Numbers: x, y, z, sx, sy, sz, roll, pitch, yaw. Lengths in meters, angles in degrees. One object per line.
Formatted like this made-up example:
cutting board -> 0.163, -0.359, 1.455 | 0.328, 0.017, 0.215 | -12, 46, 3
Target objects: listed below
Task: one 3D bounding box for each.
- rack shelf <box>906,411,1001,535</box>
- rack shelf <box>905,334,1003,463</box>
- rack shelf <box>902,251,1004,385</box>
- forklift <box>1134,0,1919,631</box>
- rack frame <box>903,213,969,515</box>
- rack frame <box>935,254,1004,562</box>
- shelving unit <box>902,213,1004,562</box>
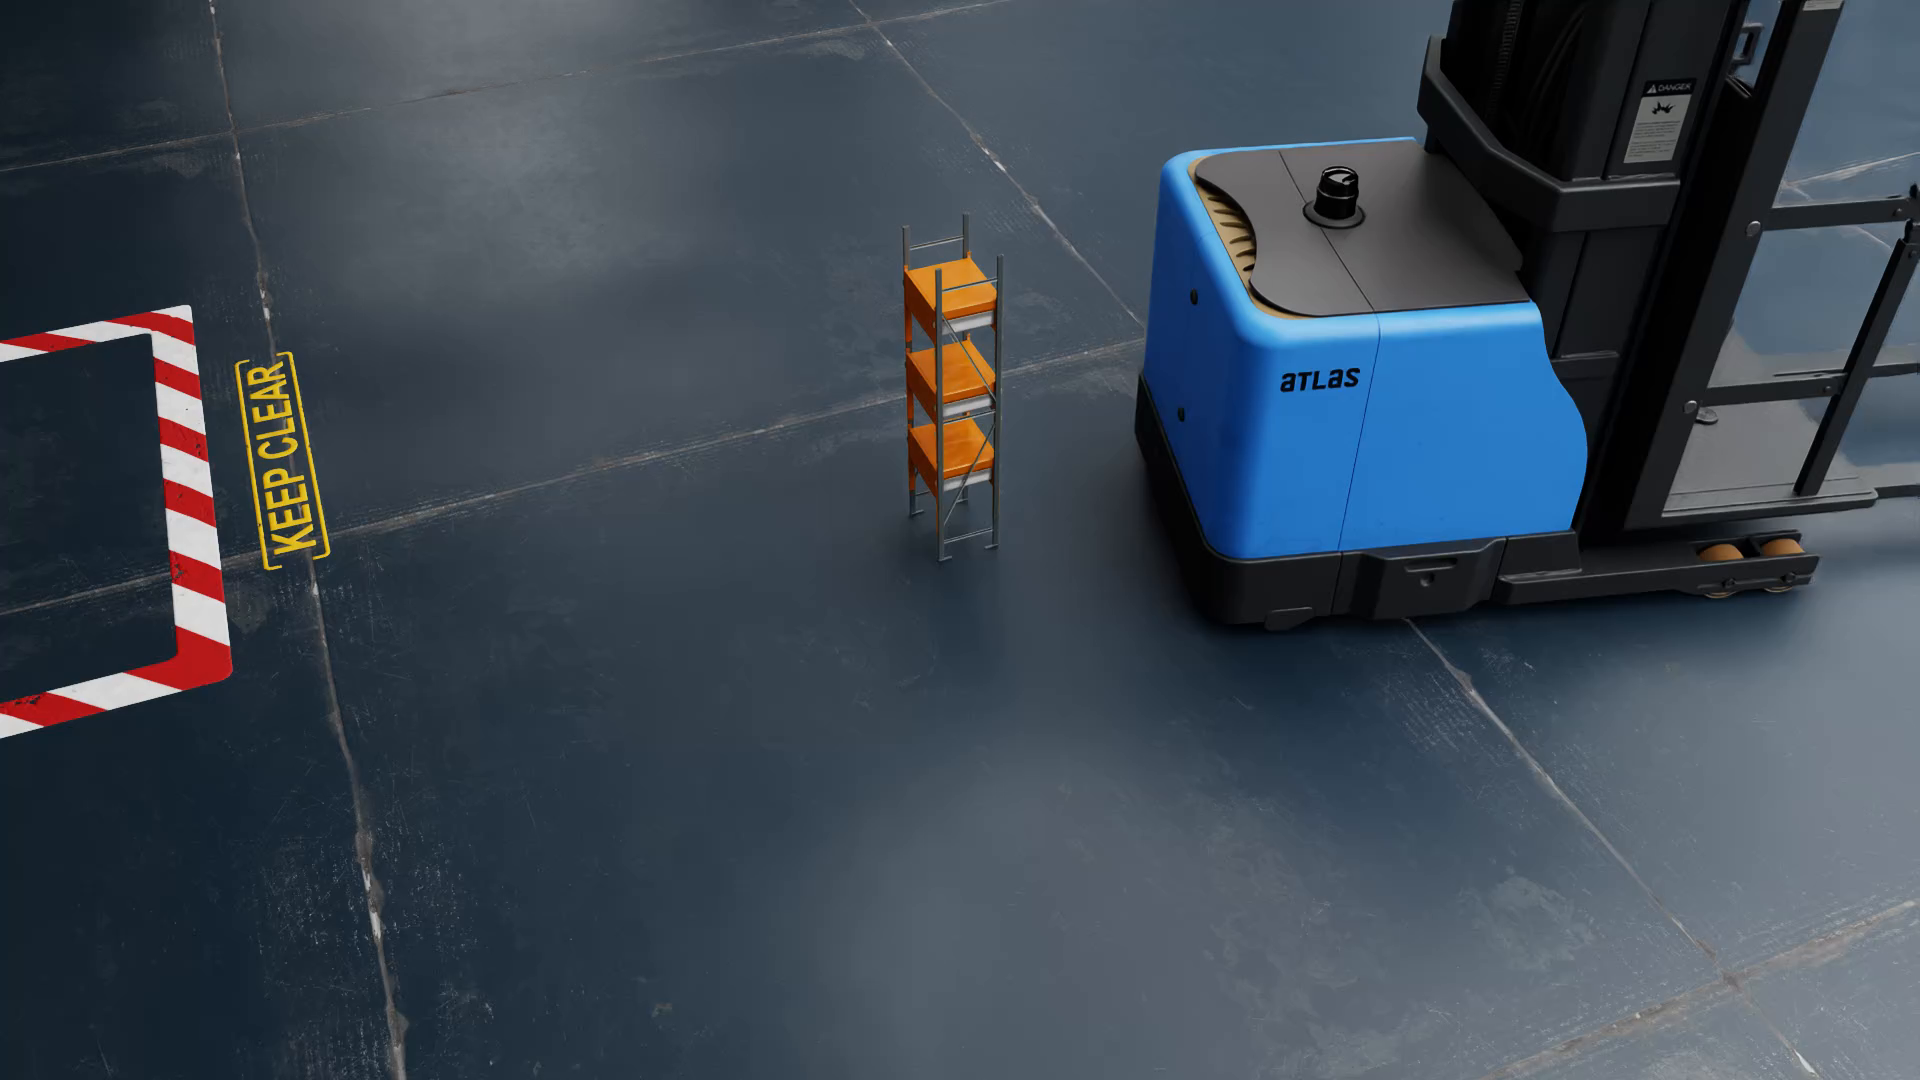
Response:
rack shelf -> -0.020, -0.212, 5.133 | 0.215, 0.259, 0.240 | -15, 43, -17
rack shelf -> -0.020, -0.422, 4.952 | 0.215, 0.259, 0.240 | -15, 43, -17
rack shelf -> -0.020, -0.637, 4.767 | 0.215, 0.259, 0.240 | -15, 43, -17
forklift -> 2.141, -1.273, 4.482 | 3.031, 2.935, 1.130 | -5, 41, -6
rack frame -> -0.067, -0.504, 5.031 | 0.200, 1.050, 0.008 | -15, 43, -17
rack frame -> 0.026, -0.357, 4.860 | 0.200, 1.050, 0.008 | -15, 43, -17
shelving unit -> -0.020, -0.430, 4.945 | 0.215, 1.050, 0.252 | -15, 43, -17
